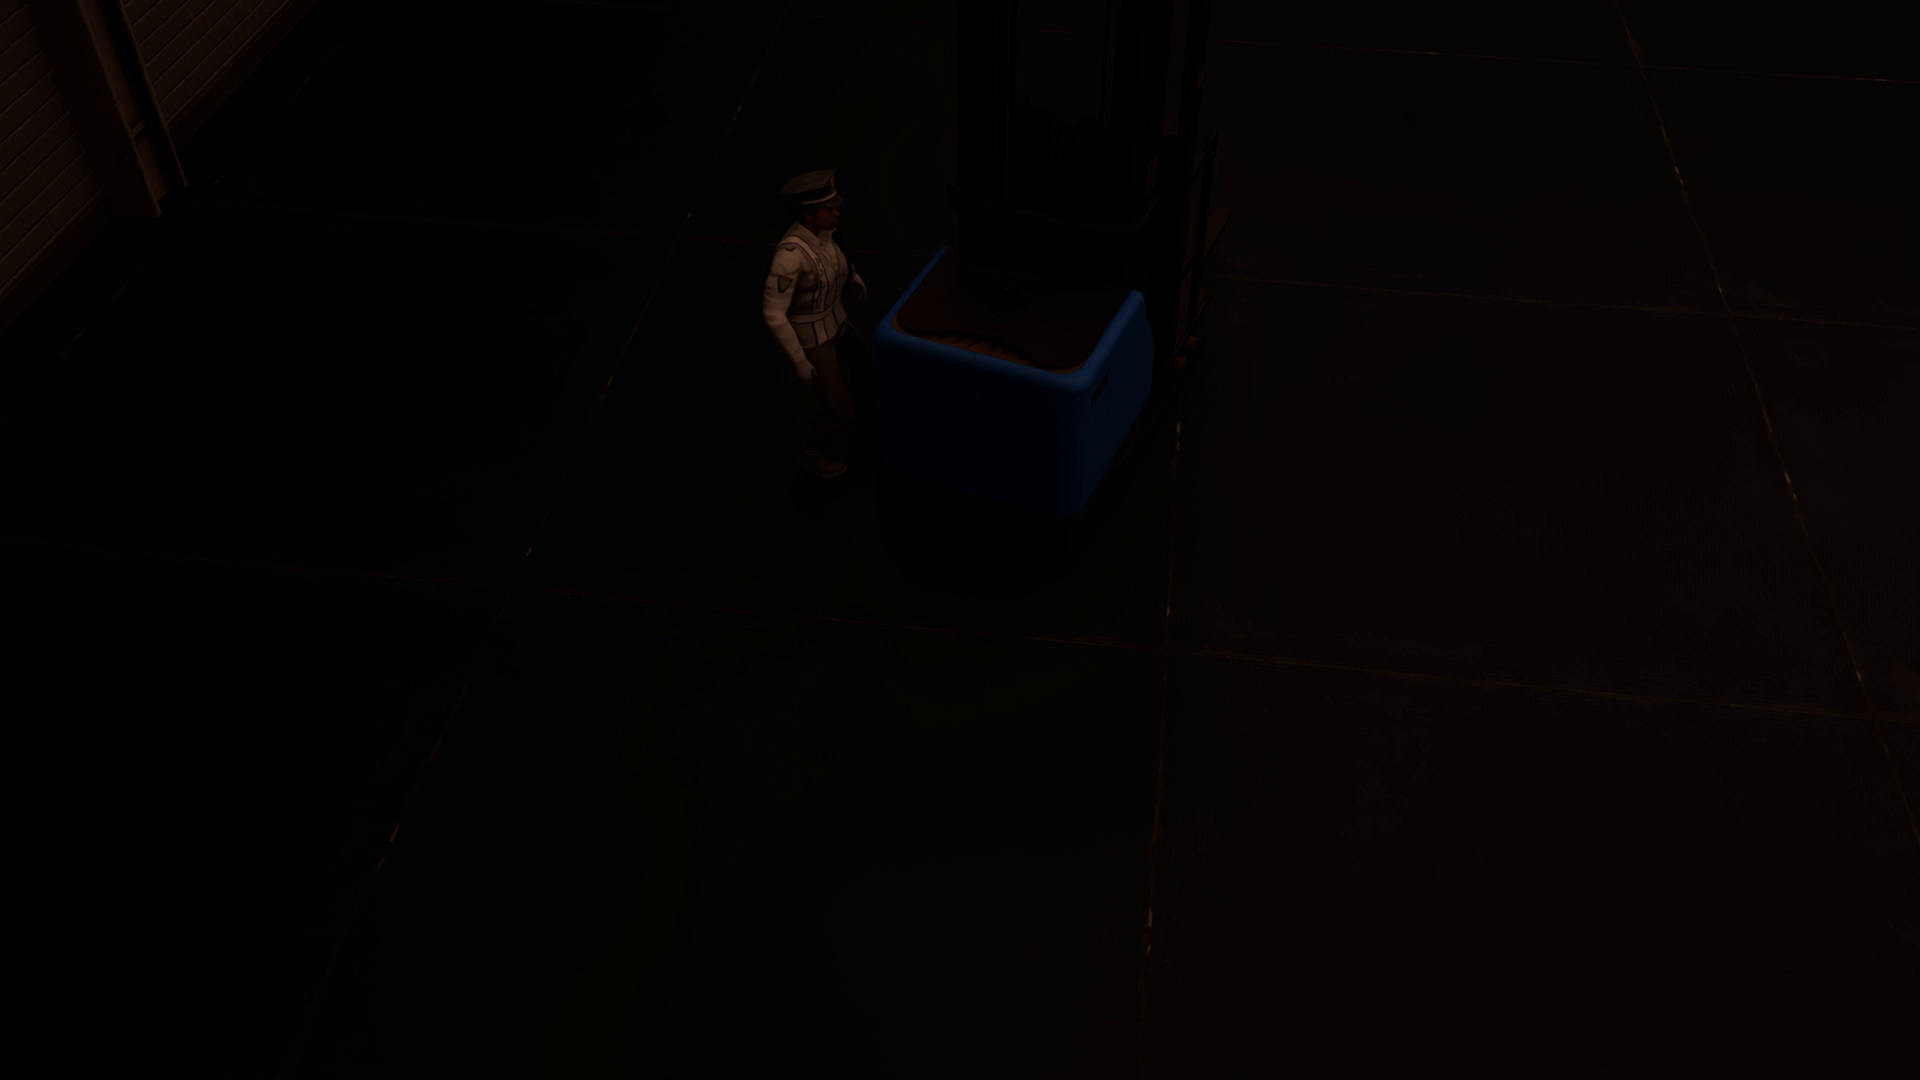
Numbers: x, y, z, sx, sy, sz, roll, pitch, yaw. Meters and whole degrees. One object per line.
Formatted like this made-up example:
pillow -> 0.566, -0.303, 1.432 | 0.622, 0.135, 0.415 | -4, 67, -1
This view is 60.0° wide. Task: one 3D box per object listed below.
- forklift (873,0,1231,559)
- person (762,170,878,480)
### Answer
forklift -> 0.656, -1.994, 7.895 | 1.130, 2.935, 3.031 | 17, 45, 17
person -> -0.574, -0.965, 7.753 | 0.529, 1.631, 0.822 | 13, 44, 13
